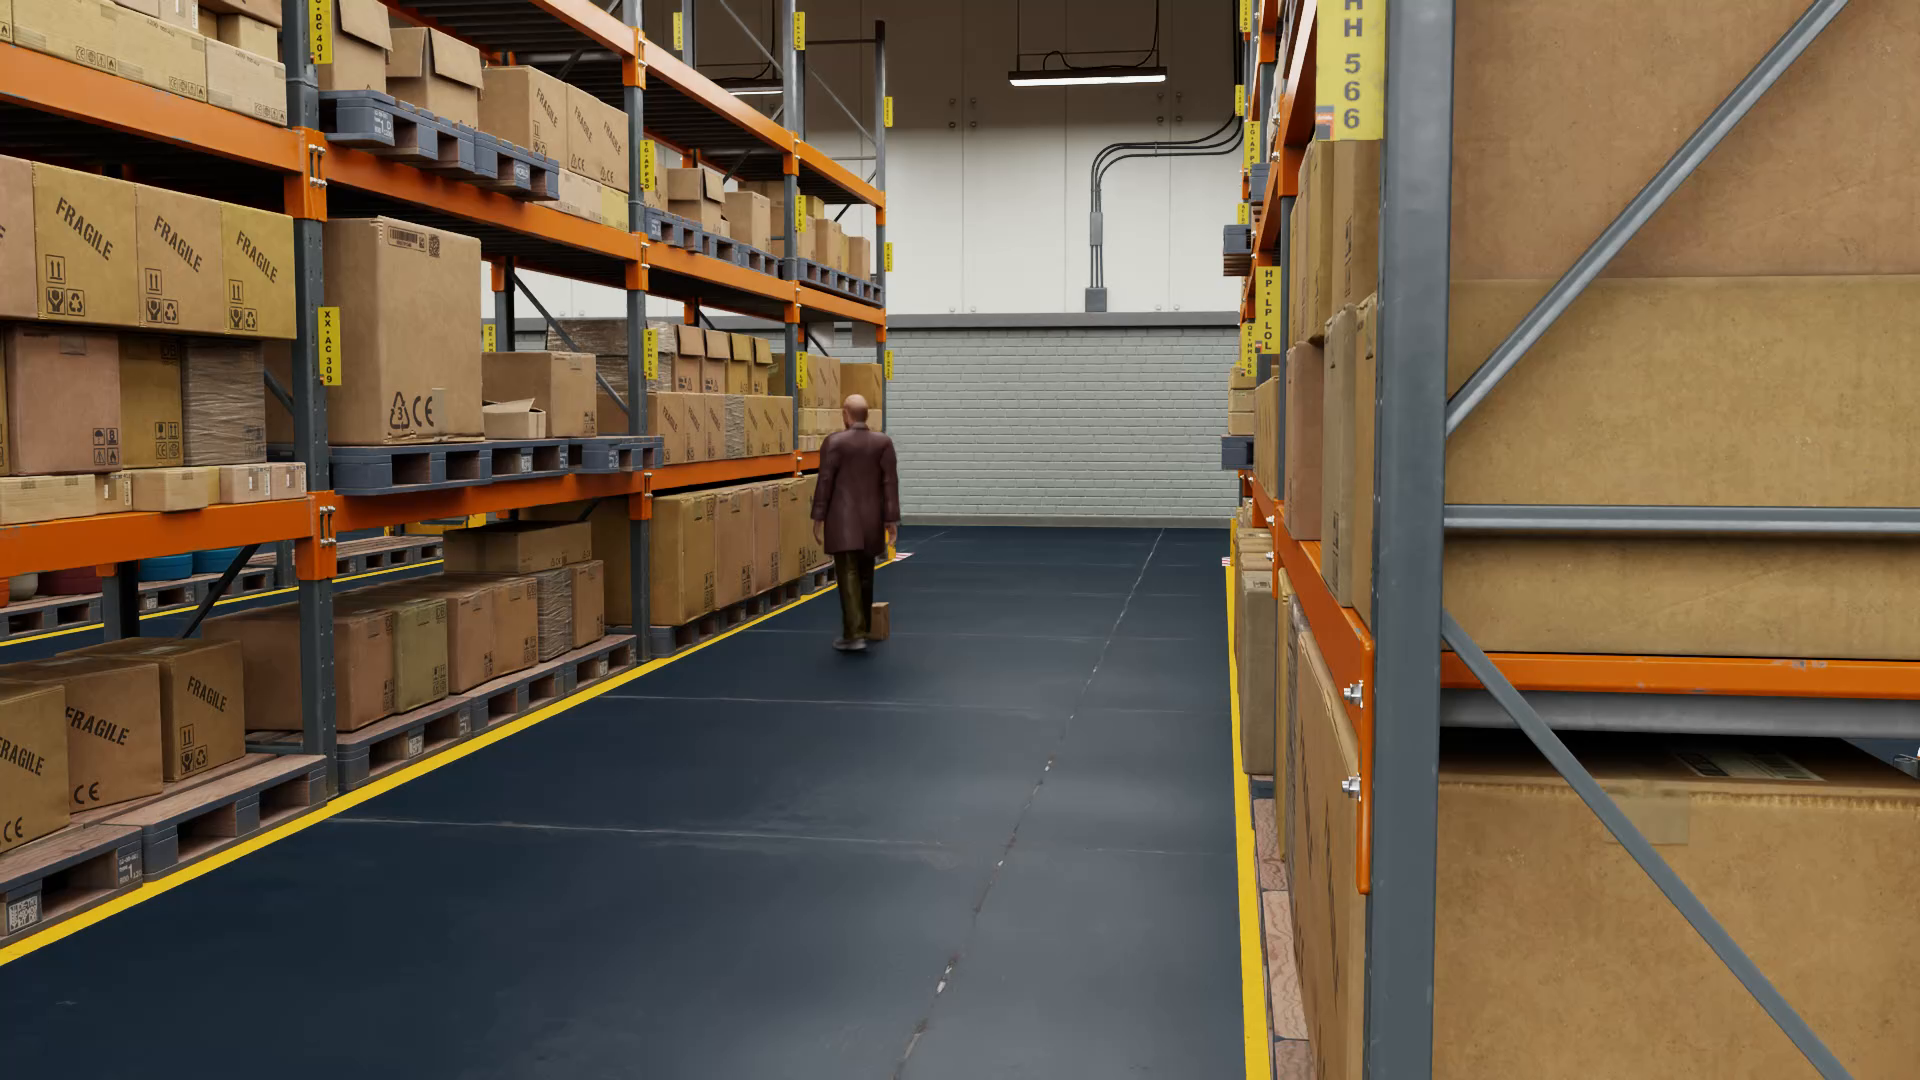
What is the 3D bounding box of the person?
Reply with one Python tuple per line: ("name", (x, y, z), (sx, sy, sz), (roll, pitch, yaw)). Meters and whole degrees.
("person", (-0.792, -0.136, 11.679), (0.619, 1.771, 0.794), (-2, 5, -24))
